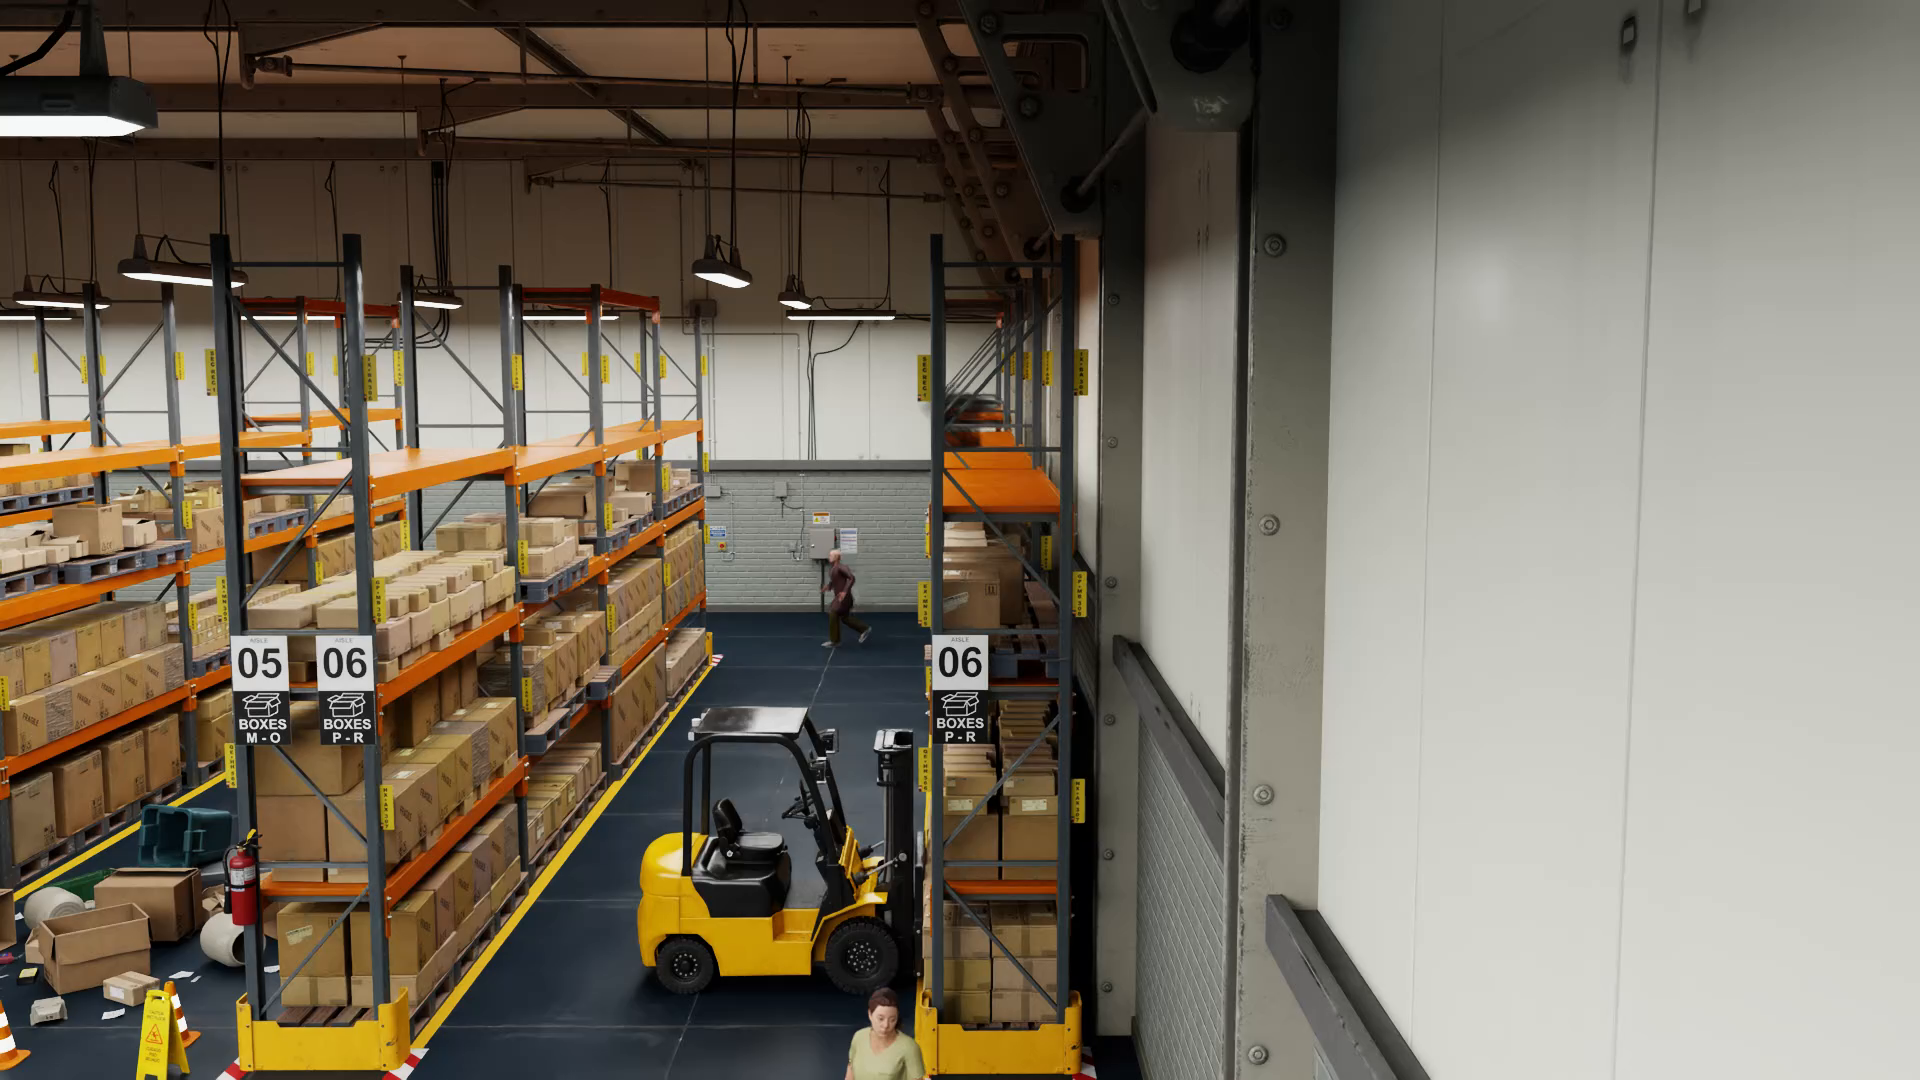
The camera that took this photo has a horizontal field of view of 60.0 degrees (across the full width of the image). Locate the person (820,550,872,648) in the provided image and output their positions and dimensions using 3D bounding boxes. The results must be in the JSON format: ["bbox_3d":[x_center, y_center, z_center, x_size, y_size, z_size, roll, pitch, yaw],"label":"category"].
[{"bbox_3d":[-2.019,1.078,29.649,0.948,1.649,0.696,-2,7,-15],"label":"person"}]

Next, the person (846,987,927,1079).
[{"bbox_3d":[-0.524,3.319,9.397,0.716,1.645,0.530,2,7,19],"label":"person"}]
